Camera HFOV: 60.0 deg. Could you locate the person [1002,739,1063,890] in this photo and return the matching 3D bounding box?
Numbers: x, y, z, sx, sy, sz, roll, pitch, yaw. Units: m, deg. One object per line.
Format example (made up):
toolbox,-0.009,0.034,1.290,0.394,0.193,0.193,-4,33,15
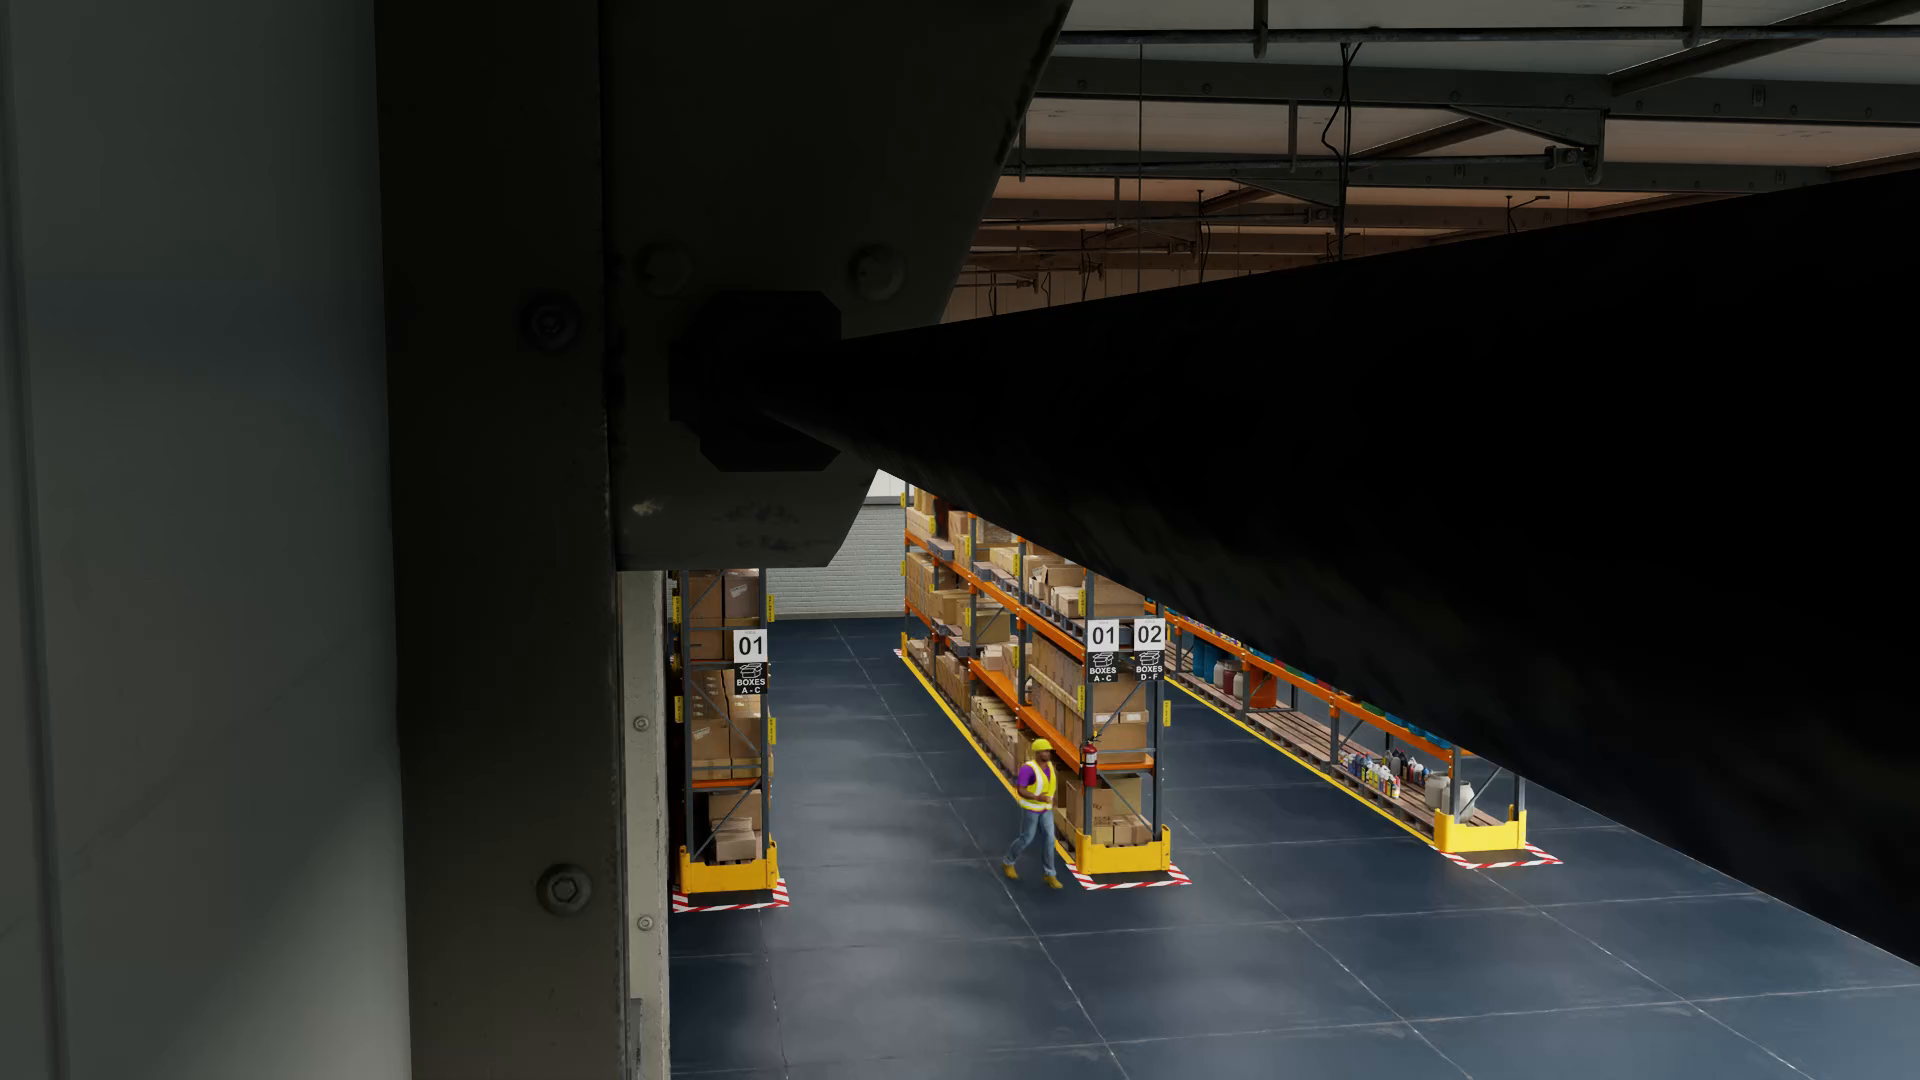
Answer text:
person,0.957,3.330,20.436,0.741,1.809,0.846,-6,8,-43
